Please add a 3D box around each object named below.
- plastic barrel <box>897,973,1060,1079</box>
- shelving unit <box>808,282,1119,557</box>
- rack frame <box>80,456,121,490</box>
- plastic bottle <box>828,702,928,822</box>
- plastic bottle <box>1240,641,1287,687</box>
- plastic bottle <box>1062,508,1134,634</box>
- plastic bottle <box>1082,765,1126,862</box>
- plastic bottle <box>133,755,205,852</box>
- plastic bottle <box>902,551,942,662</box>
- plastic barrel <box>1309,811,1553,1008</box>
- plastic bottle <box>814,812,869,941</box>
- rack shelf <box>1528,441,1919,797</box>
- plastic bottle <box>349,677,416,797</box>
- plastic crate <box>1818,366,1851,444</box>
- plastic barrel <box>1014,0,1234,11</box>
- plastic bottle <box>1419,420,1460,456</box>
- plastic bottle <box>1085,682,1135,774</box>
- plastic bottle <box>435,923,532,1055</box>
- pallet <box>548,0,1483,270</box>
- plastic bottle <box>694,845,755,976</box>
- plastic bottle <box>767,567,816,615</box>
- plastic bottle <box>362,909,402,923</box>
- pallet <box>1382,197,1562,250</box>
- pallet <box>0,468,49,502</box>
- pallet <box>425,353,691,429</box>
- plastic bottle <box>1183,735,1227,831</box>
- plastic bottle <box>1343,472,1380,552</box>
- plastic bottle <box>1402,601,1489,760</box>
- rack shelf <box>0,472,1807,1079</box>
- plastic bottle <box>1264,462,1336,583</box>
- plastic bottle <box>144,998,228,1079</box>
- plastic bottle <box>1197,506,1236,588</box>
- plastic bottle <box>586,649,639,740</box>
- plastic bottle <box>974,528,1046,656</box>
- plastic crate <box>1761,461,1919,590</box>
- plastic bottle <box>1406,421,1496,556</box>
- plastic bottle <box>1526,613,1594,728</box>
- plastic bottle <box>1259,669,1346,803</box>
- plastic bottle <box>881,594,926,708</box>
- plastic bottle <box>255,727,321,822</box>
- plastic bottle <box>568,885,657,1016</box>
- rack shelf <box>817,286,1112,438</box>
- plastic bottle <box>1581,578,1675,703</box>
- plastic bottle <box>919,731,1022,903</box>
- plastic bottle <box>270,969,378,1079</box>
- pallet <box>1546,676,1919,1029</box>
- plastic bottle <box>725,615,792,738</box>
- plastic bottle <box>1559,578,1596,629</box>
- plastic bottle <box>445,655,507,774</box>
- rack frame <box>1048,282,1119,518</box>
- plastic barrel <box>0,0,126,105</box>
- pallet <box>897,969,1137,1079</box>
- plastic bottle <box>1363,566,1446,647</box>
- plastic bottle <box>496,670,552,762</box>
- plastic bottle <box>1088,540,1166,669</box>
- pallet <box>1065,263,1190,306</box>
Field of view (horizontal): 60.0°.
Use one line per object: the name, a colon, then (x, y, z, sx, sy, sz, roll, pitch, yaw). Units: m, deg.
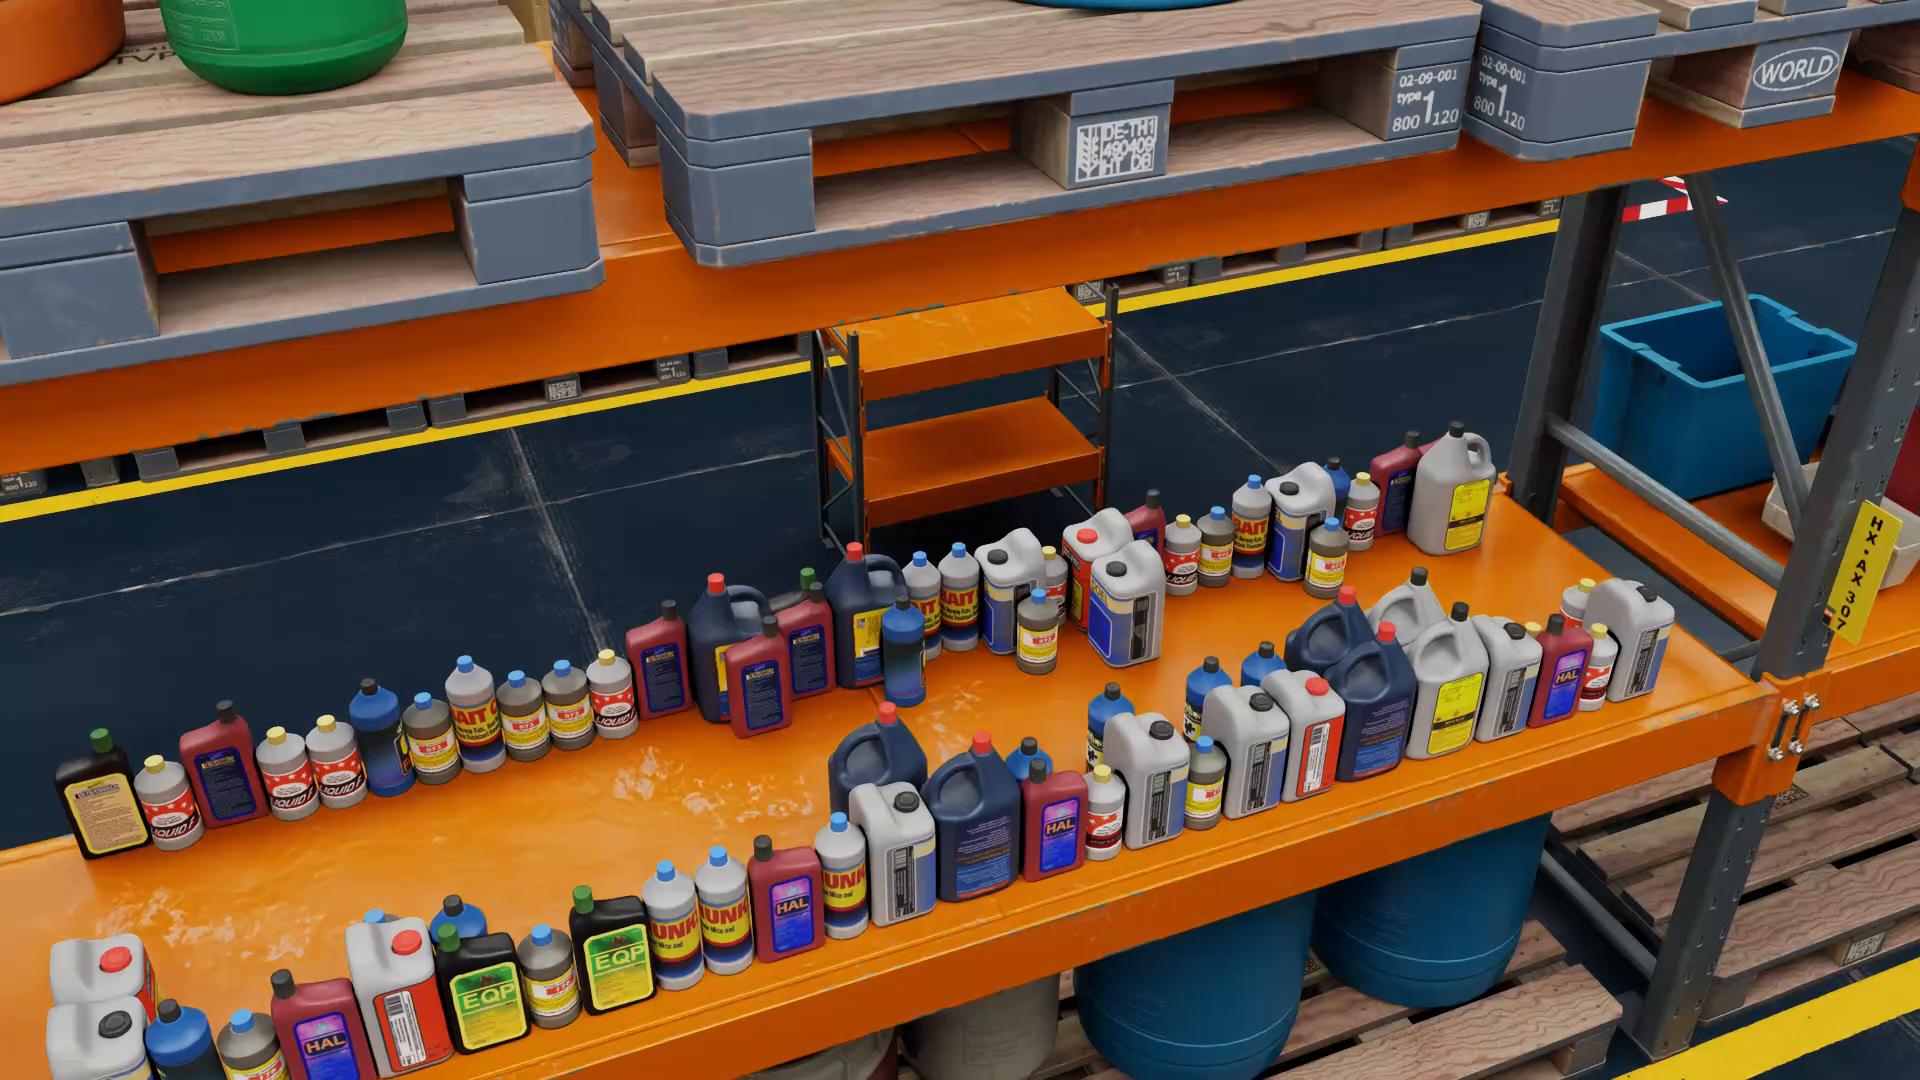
plastic barrel: (0.040, 1.109, 4.191, 0.421, 0.512, 0.421, 0, 33, 0)
shelving unit: (0.006, -0.473, 6.445, 1.048, 1.125, 0.538, -13, 35, -19)
rack frame: (-3.845, -1.735, 6.666, 0.127, 3.000, 1.000, -13, 35, -19)
plastic bottle: (-0.163, 0.476, 3.313, 0.185, 0.351, 0.144, -13, 35, -19)
plastic bottle: (0.651, 0.337, 3.600, 0.097, 0.271, 0.097, 0, 33, 0)
plastic bottle: (0.329, 0.066, 4.012, 0.135, 0.276, 0.152, -13, 35, -19)
plastic bottle: (0.282, 0.541, 3.351, 0.097, 0.201, 0.097, 0, 33, 0)
plastic bottle: (-1.610, 0.525, 3.375, 0.097, 0.201, 0.097, 0, 33, 0)
plastic bottle: (-0.092, 0.148, 3.890, 0.097, 0.271, 0.097, 0, 33, 0)
plastic barrel: (1.249, 0.722, 4.429, 0.708, 0.901, 0.600, -13, 35, -19)
plastic bottle: (-0.225, 0.627, 3.153, 0.097, 0.271, 0.097, 0, 33, 0)
rack shelf: (3.601, -0.208, 4.980, 4.000, 0.370, 1.077, -13, 35, -19)
plastic bottle: (-1.218, 0.406, 3.494, 0.097, 0.271, 0.097, 0, 33, 0)
plastic crate: (2.685, -0.369, 4.764, 0.590, 0.125, 0.437, -13, 35, -19)
plastic barrel: (0.242, -1.294, 2.393, 0.708, 0.901, 0.600, -13, 35, -19)
plastic bottle: (1.253, -0.176, 4.377, 0.133, 0.283, 0.061, -13, 35, -19)
plastic bottle: (0.313, 0.414, 3.481, 0.097, 0.271, 0.097, 0, 33, 0)
plastic bottle: (-0.839, 0.774, 2.917, 0.133, 0.283, 0.061, -13, 35, -19)
pallet: (0.027, -0.810, 2.668, 1.213, 0.211, 1.003, -13, 35, -19)
plastic bottle: (-0.438, 0.676, 3.078, 0.097, 0.271, 0.097, 0, 33, 0)
plastic bottle: (-0.376, 0.197, 3.803, 0.133, 0.283, 0.061, -13, 35, -19)
plastic bottle: (-1.046, 0.755, 3.022, 0.097, 0.201, 0.097, 0, 33, 0)
pallet: (2.726, -2.070, 9.738, 1.213, 0.211, 1.003, -13, 35, -19)
pallet: (-4.620, -0.412, 7.189, 1.213, 0.211, 1.003, -13, 35, -19)
pallet: (-2.019, -0.960, 8.032, 1.213, 0.211, 1.003, -13, 35, -19)
plastic bottle: (0.496, 0.492, 3.426, 0.097, 0.201, 0.097, 0, 33, 0)
plastic bottle: (1.031, -0.080, 4.304, 0.097, 0.201, 0.097, 0, 33, 0)
plastic bottle: (1.036, 0.292, 3.597, 0.185, 0.351, 0.144, -13, 35, -19)
rack shelf: (-0.087, 0.636, 3.682, 4.000, 0.370, 1.077, -13, 35, -19)
plastic bottle: (0.845, -0.052, 4.194, 0.135, 0.276, 0.152, -13, 35, -19)
plastic bottle: (-1.290, 0.871, 2.779, 0.097, 0.271, 0.097, 0, 33, 0)
plastic bottle: (0.638, 0.010, 4.166, 0.097, 0.201, 0.097, 0, 33, 0)
plastic bottle: (-0.769, 0.332, 3.671, 0.097, 0.201, 0.097, 0, 33, 0)
plastic bottle: (0.115, 0.115, 3.937, 0.135, 0.276, 0.152, -13, 35, -19)
plastic crate: (2.241, -0.029, 4.230, 0.243, 0.136, 0.396, -13, 35, -19)
plastic bottle: (1.269, -0.147, 4.271, 0.185, 0.351, 0.144, -13, 35, -19)
plastic bottle: (1.323, 0.279, 3.678, 0.133, 0.283, 0.061, -13, 35, -19)
plastic bottle: (0.717, 0.394, 3.508, 0.135, 0.276, 0.152, -13, 35, -19)
plastic bottle: (-0.126, 0.241, 3.747, 0.097, 0.271, 0.097, 0, 33, 0)
plastic bottle: (-1.397, 0.476, 3.450, 0.097, 0.201, 0.097, 0, 33, 0)
plastic bottle: (-0.627, 0.725, 2.992, 0.133, 0.283, 0.061, -13, 35, -19)
rack shelf: (0.006, -0.718, 6.286, 1.000, 0.278, 0.538, -13, 35, -19)
plastic bottle: (1.518, 0.210, 3.790, 0.135, 0.276, 0.152, -13, 35, -19)
plastic bottle: (0.020, 0.524, 3.239, 0.185, 0.351, 0.144, -13, 35, -19)
plastic bottle: (-1.087, 0.830, 2.830, 0.133, 0.283, 0.061, -13, 35, -19)
pallet: (2.420, 0.906, 5.163, 1.213, 0.211, 1.003, -13, 35, -19)
plastic bottle: (-0.443, 0.298, 3.649, 0.133, 0.283, 0.061, -13, 35, -19)
plastic bottle: (1.453, 0.183, 3.901, 0.097, 0.201, 0.097, 0, 33, 0)
plastic bottle: (-1.038, 0.365, 3.557, 0.097, 0.271, 0.097, 0, 33, 0)
rack frame: (0.475, -0.580, 6.610, 0.032, 1.125, 0.500, -13, 35, -19)
plastic barrel: (-1.407, -0.975, 1.969, 0.708, 0.830, 0.600, -13, 35, -19)
pallet: (-0.097, 1.483, 4.278, 1.213, 0.211, 1.003, -13, 35, -19)
plastic bottle: (0.980, 0.219, 3.708, 0.185, 0.351, 0.144, -13, 35, -19)
plastic bottle: (-0.949, 0.374, 3.608, 0.097, 0.201, 0.097, 0, 33, 0)
plastic bottle: (0.388, 0.142, 3.894, 0.135, 0.276, 0.152, -13, 35, -19)
pallet: (0.476, -1.555, 8.946, 1.213, 0.211, 1.003, -13, 35, -19)
